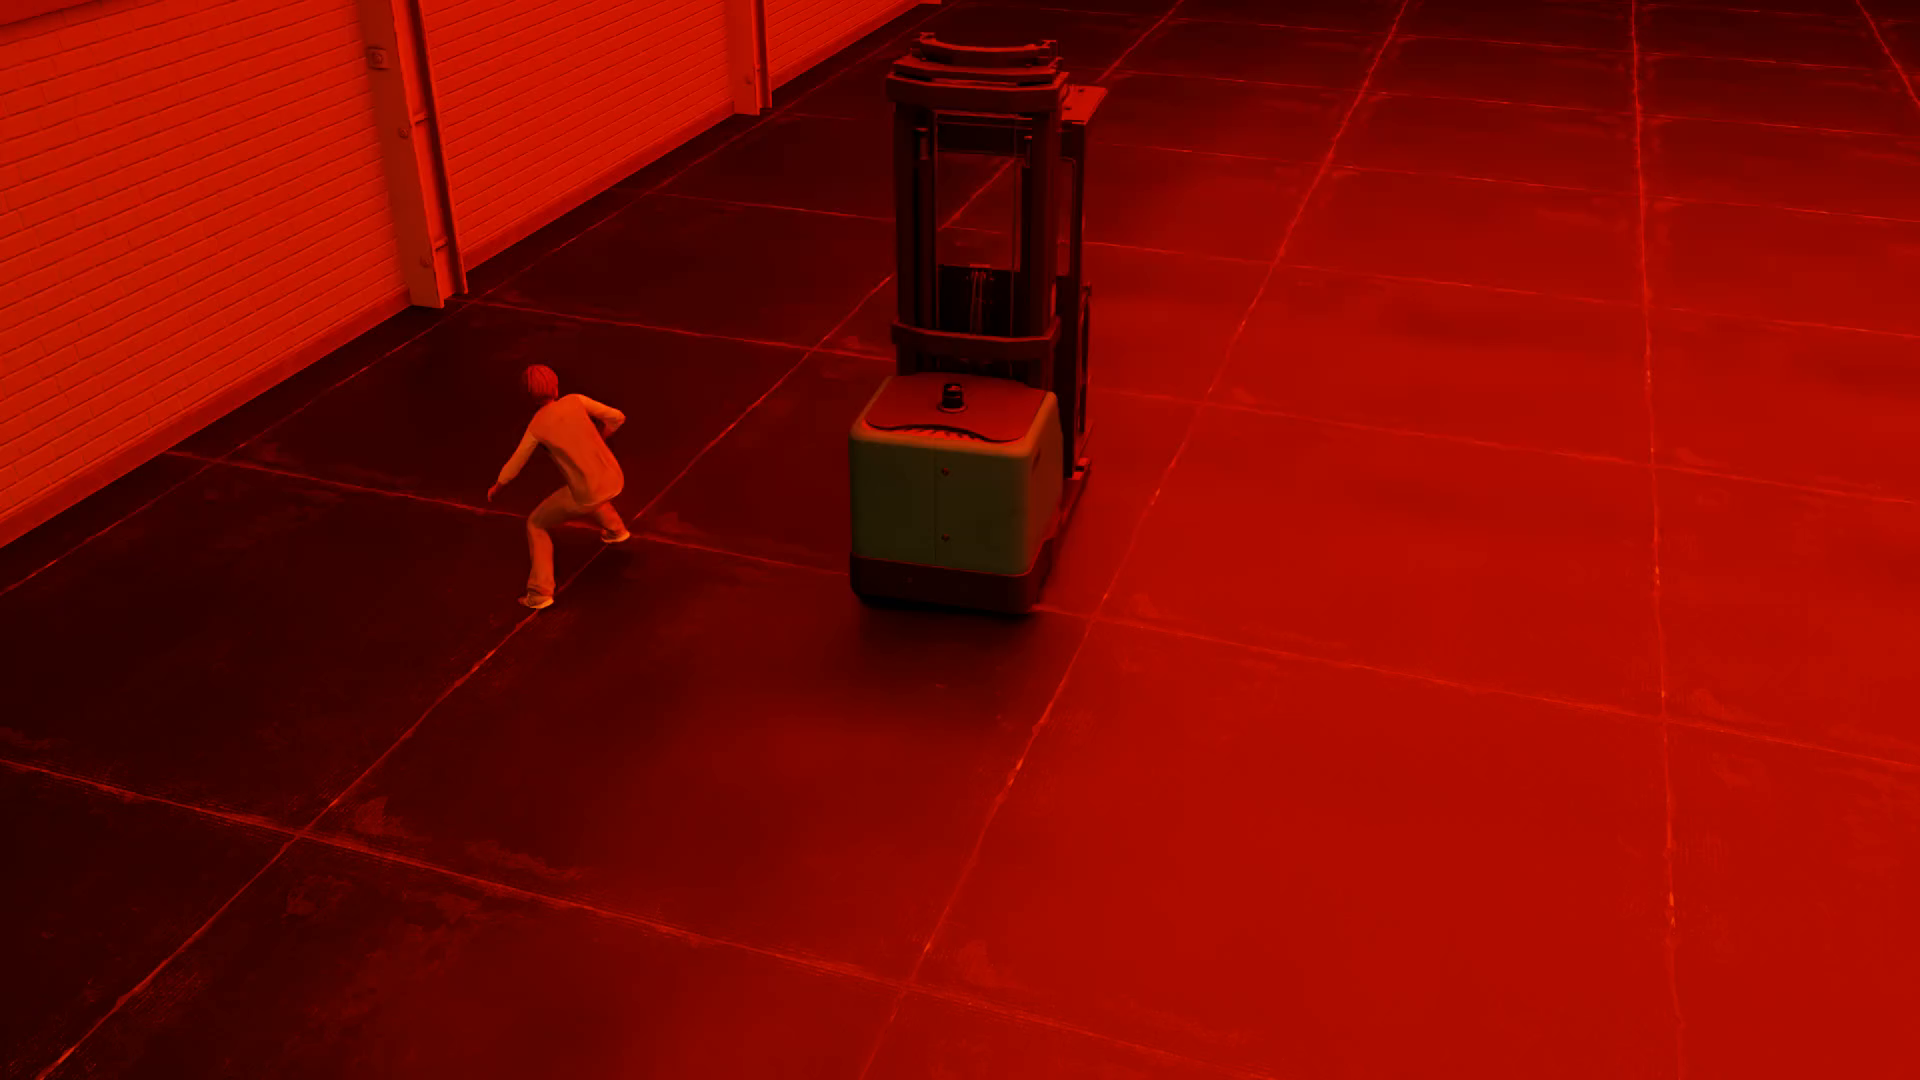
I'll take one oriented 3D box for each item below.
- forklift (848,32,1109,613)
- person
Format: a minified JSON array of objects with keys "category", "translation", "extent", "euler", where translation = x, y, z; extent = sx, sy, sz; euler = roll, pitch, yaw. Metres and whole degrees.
[{"category":"forklift","translation":[0.233,-1.582,9.912],"extent":[1.130,2.935,3.031],"euler":[7,30,12]},{"category":"person","translation":[-2.243,-0.338,9.379],"extent":[0.635,1.386,0.771],"euler":[25,38,37]}]
